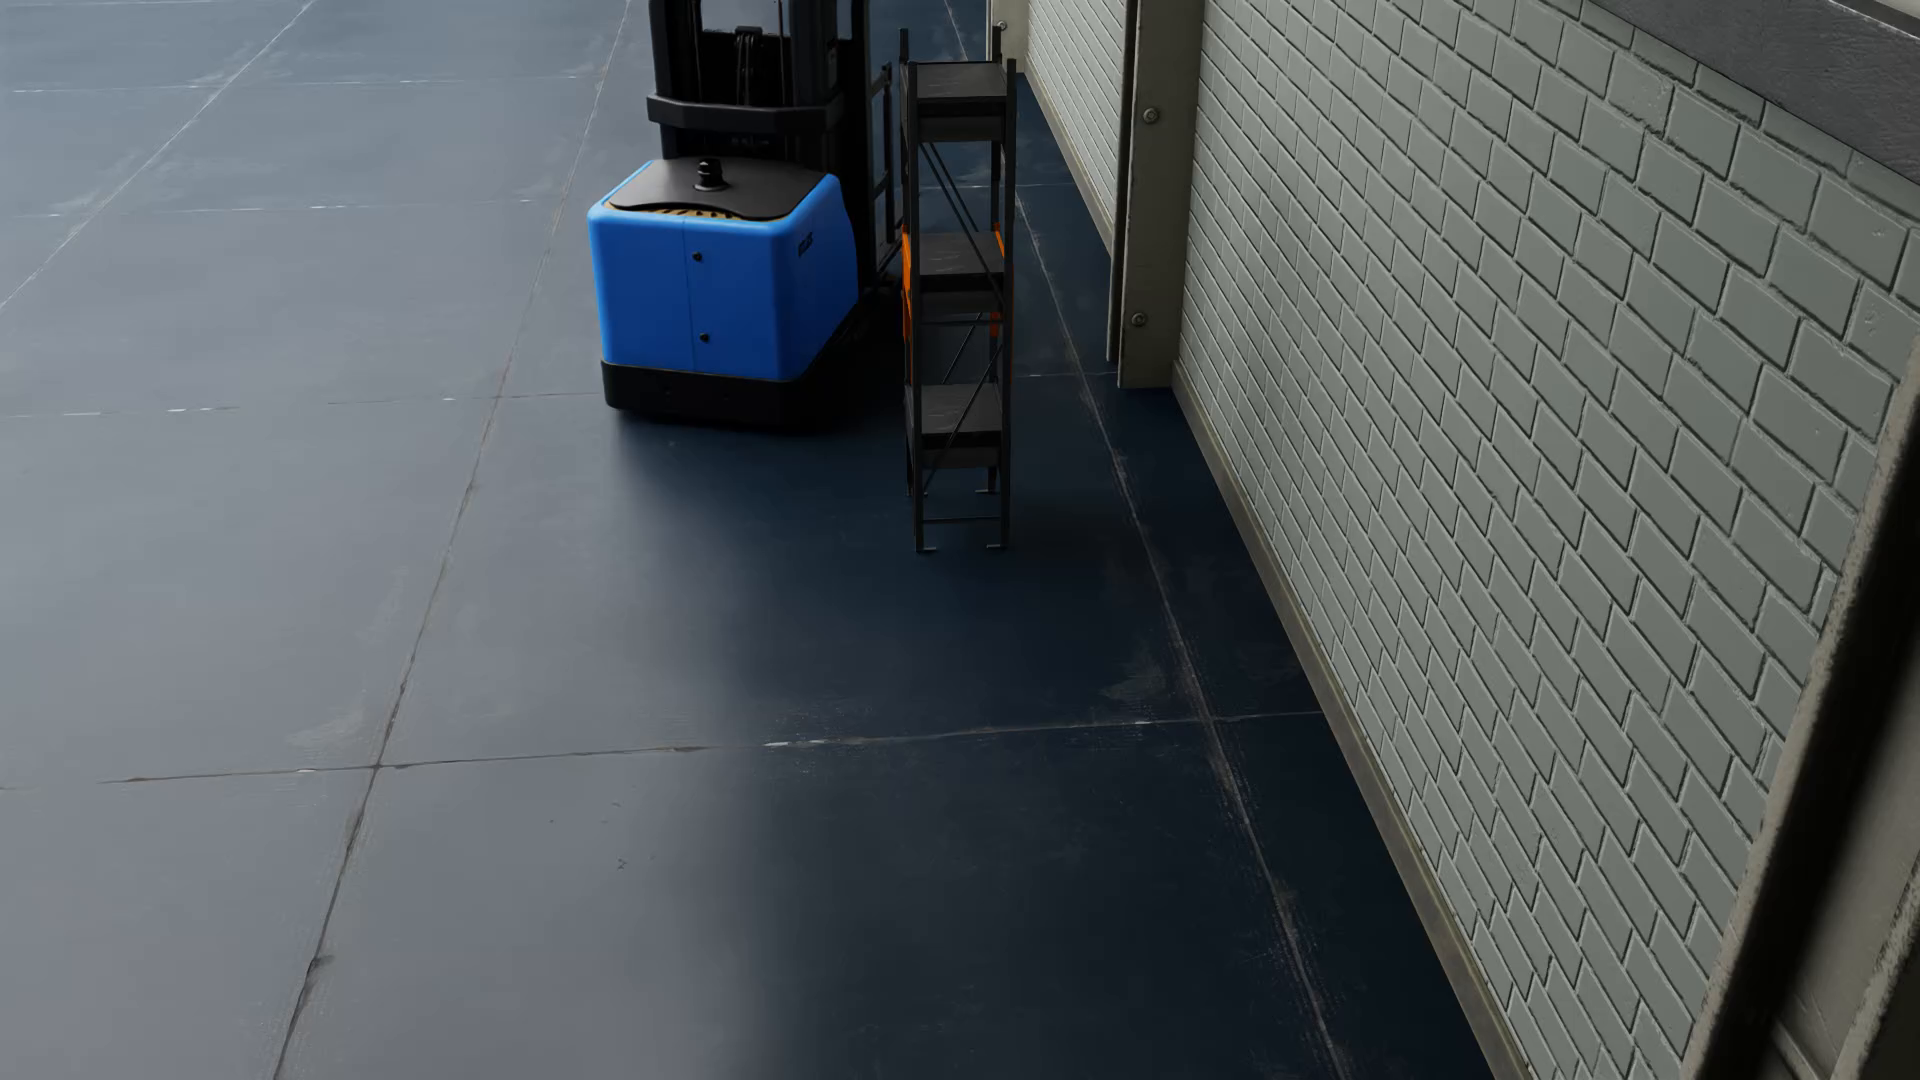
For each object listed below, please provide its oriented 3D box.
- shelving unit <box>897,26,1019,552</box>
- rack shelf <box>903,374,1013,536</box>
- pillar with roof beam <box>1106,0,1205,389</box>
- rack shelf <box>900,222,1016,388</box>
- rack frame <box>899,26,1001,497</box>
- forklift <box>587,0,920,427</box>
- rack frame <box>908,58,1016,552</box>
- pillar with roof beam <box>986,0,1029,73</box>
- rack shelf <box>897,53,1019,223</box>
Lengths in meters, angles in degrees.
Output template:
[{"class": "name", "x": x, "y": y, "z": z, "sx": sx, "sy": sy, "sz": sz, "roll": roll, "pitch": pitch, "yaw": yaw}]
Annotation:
[{"class": "shelving unit", "x": -0.015, "y": -0.986, "z": 6.853, "sx": 0.431, "sy": 2.100, "sz": 0.503, "roll": -3, "pitch": 31, "yaw": -5}, {"class": "rack shelf", "x": -0.015, "y": -0.373, "z": 7.219, "sx": 0.431, "sy": 0.518, "sz": 0.480, "roll": -3, "pitch": 31, "yaw": -5}, {"class": "pillar with roof beam", "x": -3.332, "y": -4.543, "z": 6.081, "sx": 9.100, "sy": 9.000, "sz": 0.400, "roll": -3, "pitch": 31, "yaw": -5}, {"class": "rack shelf", "x": -0.015, "y": -0.974, "z": 6.860, "sx": 0.431, "sy": 0.518, "sz": 0.480, "roll": -3, "pitch": 31, "yaw": -5}, {"class": "rack frame", "x": -0.038, "y": -1.111, "z": 7.062, "sx": 0.400, "sy": 2.100, "sz": 0.015, "roll": -3, "pitch": 31, "yaw": -5}, {"class": "forklift", "x": -0.930, "y": -2.550, "z": 8.660, "sx": 1.130, "sy": 2.935, "sz": 3.031, "roll": 7, "pitch": 32, "yaw": 11}, {"class": "rack frame", "x": 0.007, "y": -0.861, "z": 6.644, "sx": 0.400, "sy": 2.100, "sz": 0.015, "roll": -3, "pitch": 31, "yaw": -5}, {"class": "pillar with roof beam", "x": -3.893, "y": -7.607, "z": 11.210, "sx": 9.100, "sy": 9.000, "sz": 0.400, "roll": -3, "pitch": 31, "yaw": -5}, {"class": "rack shelf", "x": -0.015, "y": -1.575, "z": 6.501, "sx": 0.431, "sy": 0.518, "sz": 0.480, "roll": -3, "pitch": 31, "yaw": -5}]
